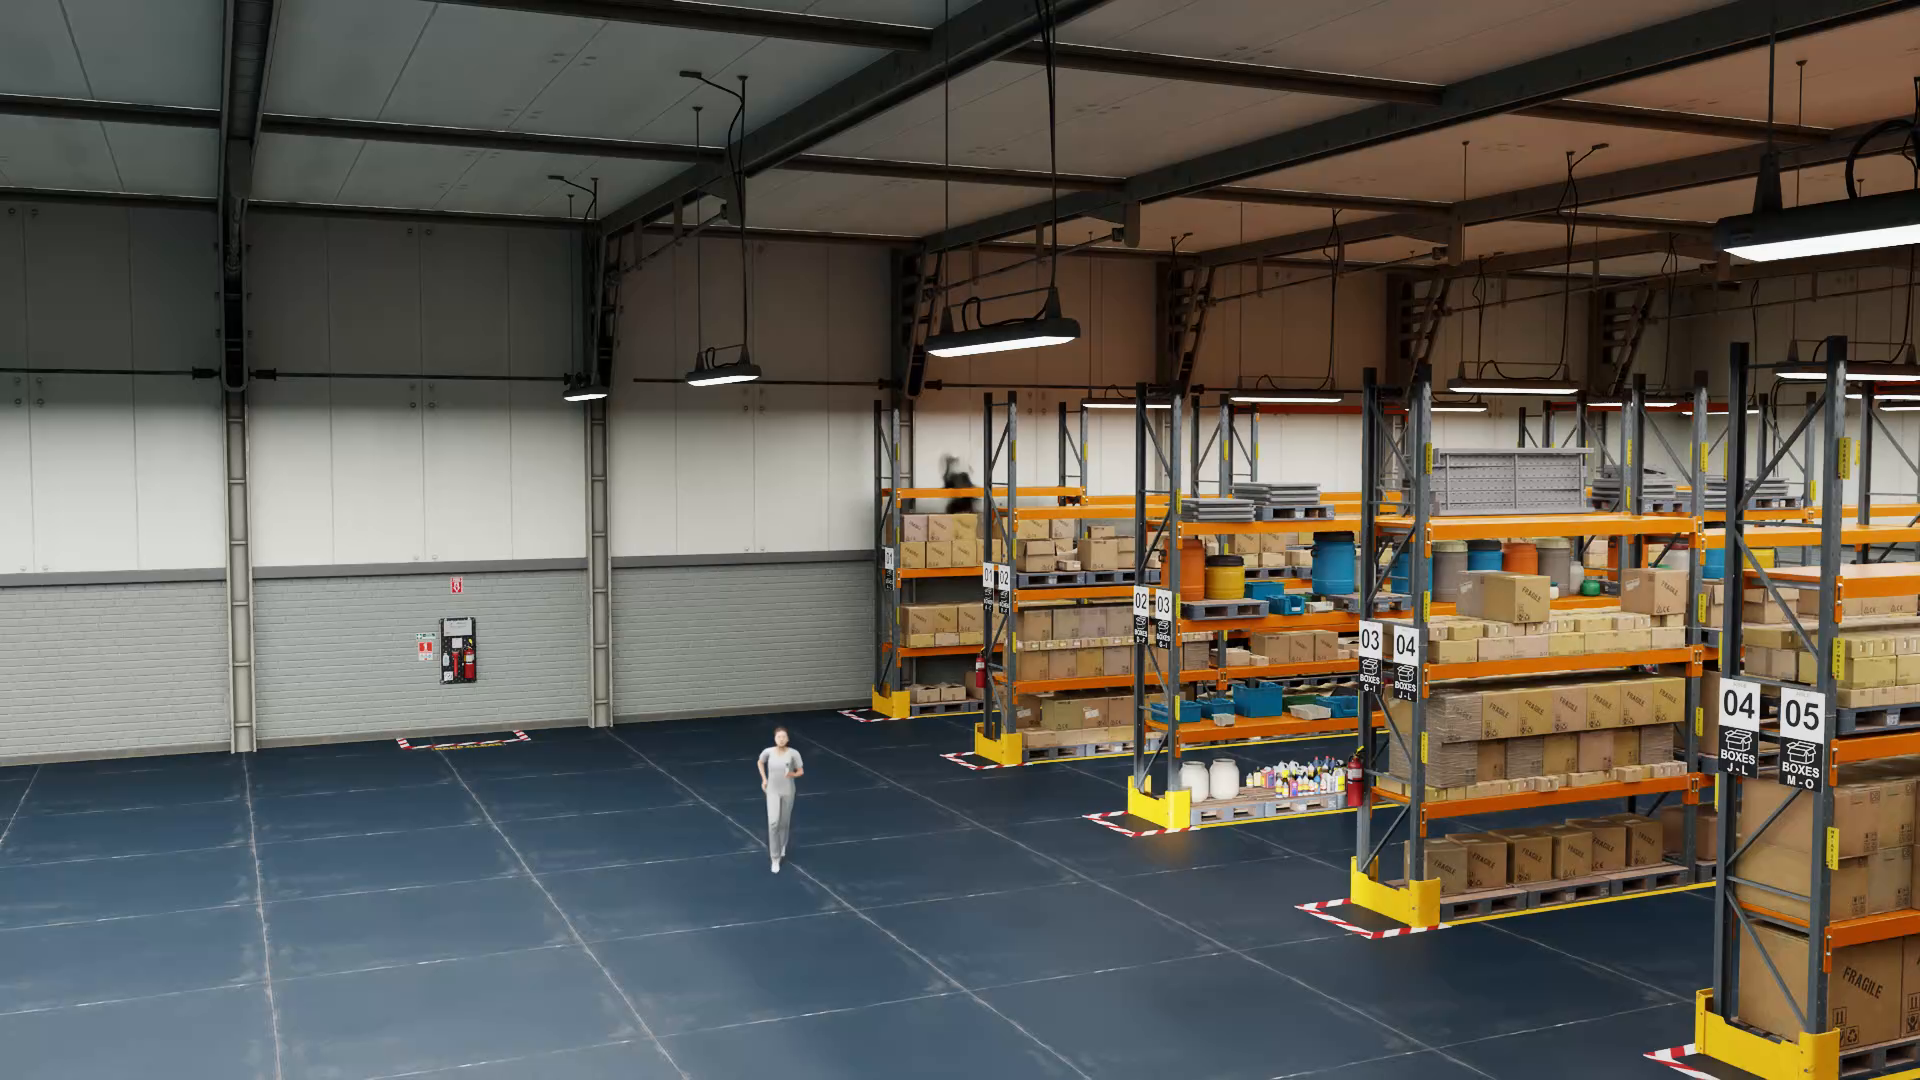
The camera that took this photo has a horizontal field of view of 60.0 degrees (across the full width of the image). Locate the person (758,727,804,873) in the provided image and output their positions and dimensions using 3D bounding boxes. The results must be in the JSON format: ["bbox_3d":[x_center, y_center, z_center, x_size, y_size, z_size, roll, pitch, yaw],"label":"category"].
[{"bbox_3d":[-2.191,3.139,20.381,0.553,1.724,0.825,-1,3,-9],"label":"person"}]
